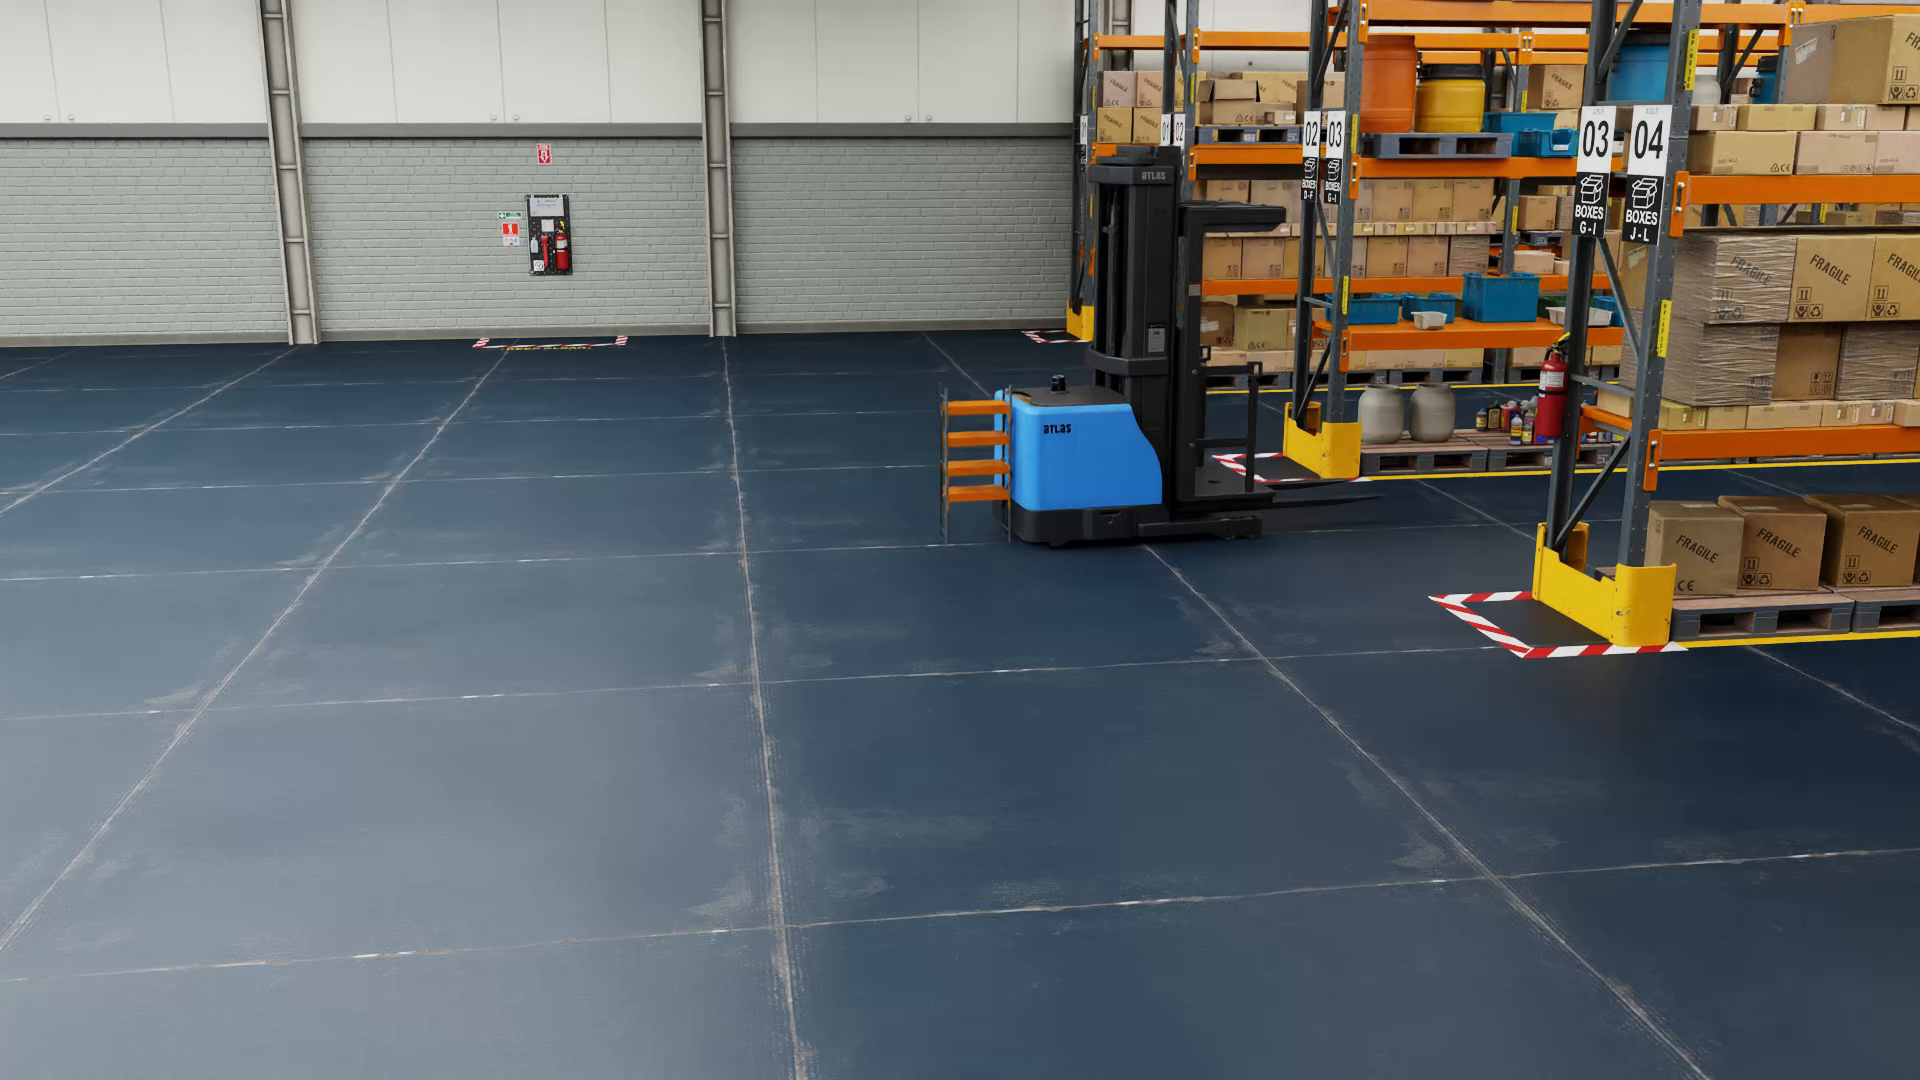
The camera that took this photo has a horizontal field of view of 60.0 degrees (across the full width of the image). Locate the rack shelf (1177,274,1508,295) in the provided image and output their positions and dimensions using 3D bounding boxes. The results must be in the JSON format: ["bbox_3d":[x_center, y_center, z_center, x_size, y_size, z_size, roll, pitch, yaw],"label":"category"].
[{"bbox_3d":[4.527,-3.051,20.199,4.000,0.370,1.077,-2,14,-8],"label":"rack shelf"}]

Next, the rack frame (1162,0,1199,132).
[{"bbox_3d":[2.549,-6.237,19.093,0.127,3.000,1.000,-2,14,-8],"label":"rack frame"}]

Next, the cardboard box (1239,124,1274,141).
[{"bbox_3d":[4.256,-6.055,24.285,0.500,0.500,0.500,-3,14,-11],"label":"cardboard box"}]

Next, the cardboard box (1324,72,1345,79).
[{"bbox_3d":[5.308,-6.578,24.318,0.500,0.500,0.500,-3,14,-13],"label":"cardboard box"}]

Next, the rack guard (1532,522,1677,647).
[{"bbox_3d":[4.096,0.265,10.636,0.348,0.500,1.175,-2,14,-8],"label":"rack guard"}]

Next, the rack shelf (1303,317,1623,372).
[{"bbox_3d":[5.261,-1.859,15.448,4.000,0.370,1.077,-2,14,-8],"label":"rack shelf"}]

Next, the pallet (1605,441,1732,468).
[{"bbox_3d":[6.569,-0.914,15.932,1.213,0.211,1.003,-2,14,-8],"label":"pallet"}]

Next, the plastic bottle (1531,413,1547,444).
[{"bbox_3d":[5.349,-1.026,15.327,0.133,0.283,0.061,-2,14,-7],"label":"plastic bottle"}]

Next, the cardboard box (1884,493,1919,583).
[{"bbox_3d":[6.408,-0.012,10.877,0.500,0.500,0.500,-3,14,-13],"label":"cardboard box"}]

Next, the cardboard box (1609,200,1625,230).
[{"bbox_3d":[10.237,-4.967,25.504,0.500,0.500,0.500,-2,14,-7],"label":"cardboard box"}]

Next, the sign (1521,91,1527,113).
[{"bbox_3d":[6.589,-5.083,19.431,0.005,0.325,0.100,-2,14,-8],"label":"sign"}]

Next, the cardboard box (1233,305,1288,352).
[{"bbox_3d":[3.607,-2.546,19.953,0.500,0.500,0.500,-2,14,-8],"label":"cardboard box"}]

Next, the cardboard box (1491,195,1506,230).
[{"bbox_3d":[8.026,-5.001,25.385,0.500,0.500,0.700,-2,14,-8],"label":"cardboard box"}]

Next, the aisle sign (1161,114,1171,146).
[{"bbox_3d":[2.441,-4.657,19.779,0.004,0.787,0.394,-2,14,-8],"label":"aisle sign"}]

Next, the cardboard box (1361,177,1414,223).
[{"bbox_3d":[5.072,-4.096,20.015,0.500,0.500,0.700,-2,14,-8],"label":"cardboard box"}]

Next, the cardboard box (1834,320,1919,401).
[{"bbox_3d":[5.547,-1.205,10.544,0.500,0.500,0.875,-2,14,-8],"label":"cardboard box"}]

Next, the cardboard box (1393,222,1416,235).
[{"bbox_3d":[5.261,-3.738,19.920,0.250,0.149,0.380,-2,14,-9],"label":"cardboard box"}]

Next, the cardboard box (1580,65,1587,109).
[{"bbox_3d":[7.680,-5.461,20.068,0.500,0.500,0.500,-1,14,-3],"label":"cardboard box"}]

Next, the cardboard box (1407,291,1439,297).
[{"bbox_3d":[6.992,-3.726,25.647,0.500,0.500,0.700,-2,14,-9],"label":"cardboard box"}]

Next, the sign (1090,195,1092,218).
[{"bbox_3d":[1.889,-4.808,23.948,0.005,0.325,0.100,-2,14,-8],"label":"sign"}]

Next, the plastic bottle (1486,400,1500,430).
[{"bbox_3d":[5.147,-1.212,16.069,0.133,0.283,0.061,-2,14,-7],"label":"plastic bottle"}]

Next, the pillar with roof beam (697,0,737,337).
[{"bbox_3d":[-2.921,-6.409,19.779,0.400,9.000,9.100,-2,14,-8],"label":"pillar with roof beam"}]

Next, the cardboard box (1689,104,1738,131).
[{"bbox_3d":[4.328,-2.474,9.744,0.250,0.149,0.380,-2,14,-9],"label":"cardboard box"}]

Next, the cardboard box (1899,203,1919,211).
[{"bbox_3d":[14.935,-5.140,26.434,0.700,0.700,0.980,-2,14,-10],"label":"cardboard box"}]

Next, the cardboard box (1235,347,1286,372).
[{"bbox_3d":[3.607,-2.182,20.046,0.500,0.250,0.500,-2,14,-8],"label":"cardboard box"}]

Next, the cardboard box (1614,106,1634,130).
[{"bbox_3d":[4.249,-2.605,10.265,0.250,0.149,0.380,-2,14,-8],"label":"cardboard box"}]

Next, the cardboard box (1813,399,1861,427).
[{"bbox_3d":[5.331,-0.807,10.289,0.250,0.149,0.380,-2,14,-8],"label":"cardboard box"}]

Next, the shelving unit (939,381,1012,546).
[{"bbox_3d":[0.116,-0.582,12.575,0.503,1.200,0.258,-3,14,-12],"label":"shelving unit"}]

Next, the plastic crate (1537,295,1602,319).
[{"bbox_3d":[5.854,-2.197,15.750,0.662,0.188,0.450,-2,14,-8],"label":"plastic crate"}]

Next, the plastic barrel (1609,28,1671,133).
[{"bbox_3d":[6.239,-4.172,15.131,0.708,0.901,0.600,-2,14,-8],"label":"plastic barrel"}]

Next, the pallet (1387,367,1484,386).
[{"bbox_3d":[5.712,-2.101,20.665,1.213,0.211,1.003,-2,14,-8],"label":"pallet"}]

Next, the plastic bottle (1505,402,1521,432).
[{"bbox_3d":[5.304,-1.181,15.942,0.133,0.283,0.061,-2,14,-8],"label":"plastic bottle"}]

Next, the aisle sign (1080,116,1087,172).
[{"bbox_3d":[1.781,-5.705,23.959,0.004,0.787,0.394,-2,14,-8],"label":"aisle sign"}]

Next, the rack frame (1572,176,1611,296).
[{"bbox_3d":[9.718,-4.809,25.730,0.127,3.000,1.000,-2,14,-8],"label":"rack frame"}]

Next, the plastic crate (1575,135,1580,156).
[{"bbox_3d":[5.638,-3.641,15.343,0.450,0.188,0.336,-2,14,-8],"label":"plastic crate"}]

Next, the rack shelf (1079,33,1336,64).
[{"bbox_3d":[3.785,-7.151,24.221,4.000,0.370,1.077,-2,14,-8],"label":"rack shelf"}]

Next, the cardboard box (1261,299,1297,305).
[{"bbox_3d":[4.022,-2.692,20.537,0.500,0.500,0.500,-2,14,-8],"label":"cardboard box"}]

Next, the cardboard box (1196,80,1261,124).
[{"bbox_3d":[3.118,-5.124,19.456,0.637,0.503,0.797,-1,14,-4],"label":"cardboard box"}]

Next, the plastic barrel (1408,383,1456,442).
[{"bbox_3d":[4.419,-1.193,15.564,0.421,0.512,0.421,0,14,0],"label":"plastic barrel"}]

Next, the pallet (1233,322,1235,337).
[{"bbox_3d":[3.895,-3.233,25.180,1.213,0.211,1.003,-2,14,-8],"label":"pallet"}]

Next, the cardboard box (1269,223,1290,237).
[{"bbox_3d":[3.727,-3.680,19.692,0.250,0.149,0.380,-2,14,-9],"label":"cardboard box"}]

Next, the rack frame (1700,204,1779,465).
[{"bbox_3d":[7.239,-2.281,15.649,0.127,3.000,1.000,-2,14,-8],"label":"rack frame"}]

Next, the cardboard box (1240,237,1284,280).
[{"bbox_3d":[3.531,-3.410,19.946,0.500,0.500,0.700,-2,14,-7],"label":"cardboard box"}]

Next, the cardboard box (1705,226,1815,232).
[{"bbox_3d":[5.022,-1.721,10.545,0.500,0.500,0.500,-2,14,-8],"label":"cardboard box"}]

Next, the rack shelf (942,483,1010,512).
[{"bbox_3d":[0.116,-0.324,12.639,0.480,0.148,0.258,-3,14,-12],"label":"rack shelf"}]

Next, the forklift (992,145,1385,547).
[{"bbox_3d":[1.831,-1.542,12.846,3.031,2.935,1.130,-4,15,-14],"label":"forklift"}]

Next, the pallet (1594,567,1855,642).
[{"bbox_3d":[4.905,0.385,10.755,1.213,0.211,1.003,-2,14,-8],"label":"pallet"}]

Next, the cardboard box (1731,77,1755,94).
[{"bbox_3d":[12.240,-7.010,25.690,0.500,0.250,0.500,-3,14,-10],"label":"cardboard box"}]

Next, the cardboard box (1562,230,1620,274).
[{"bbox_3d":[7.787,-3.564,20.560,0.500,0.500,0.500,-1,14,-4],"label":"cardboard box"}]
